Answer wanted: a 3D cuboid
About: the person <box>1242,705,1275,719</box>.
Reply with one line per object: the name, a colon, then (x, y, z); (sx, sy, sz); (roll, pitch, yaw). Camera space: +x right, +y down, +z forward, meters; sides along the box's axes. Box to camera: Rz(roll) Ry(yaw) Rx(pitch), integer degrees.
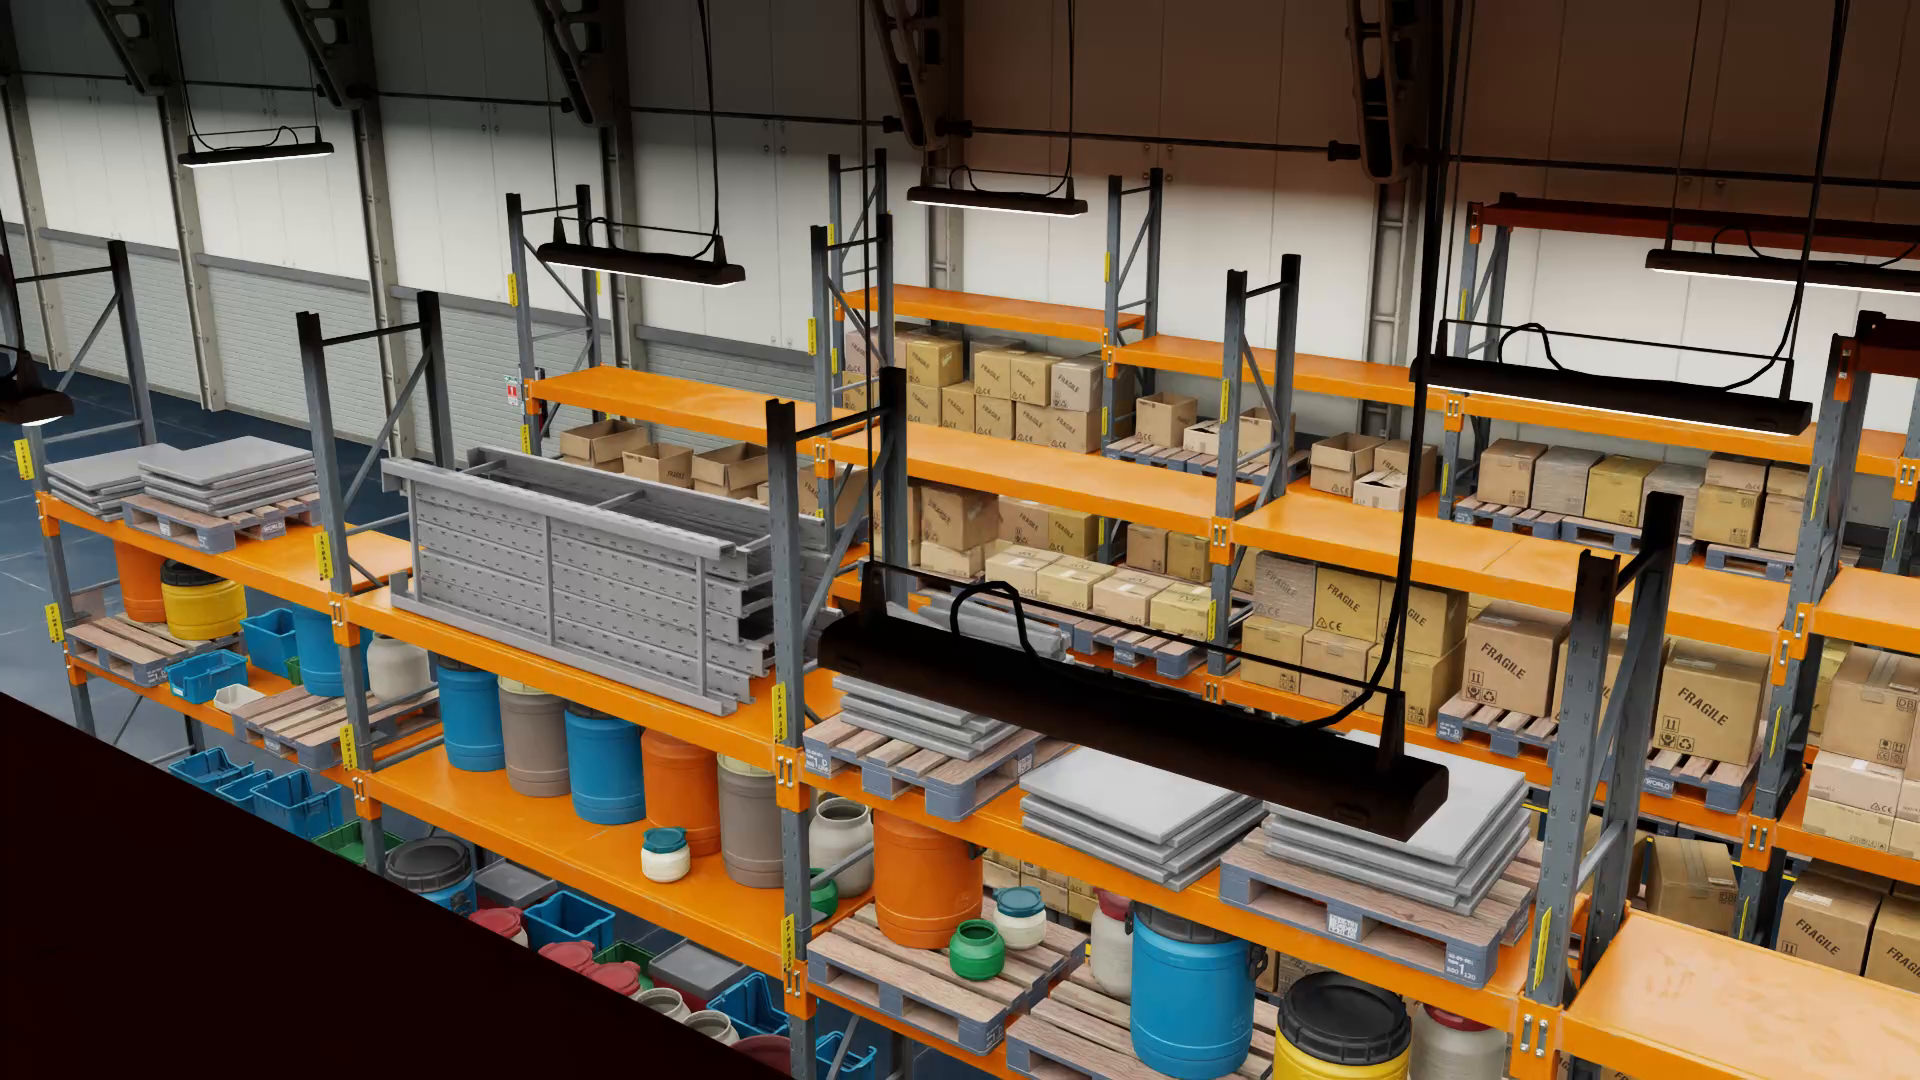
person: (3.021, 2.019, 16.448); (0.832, 1.642, 0.492); (12, 22, 31)
